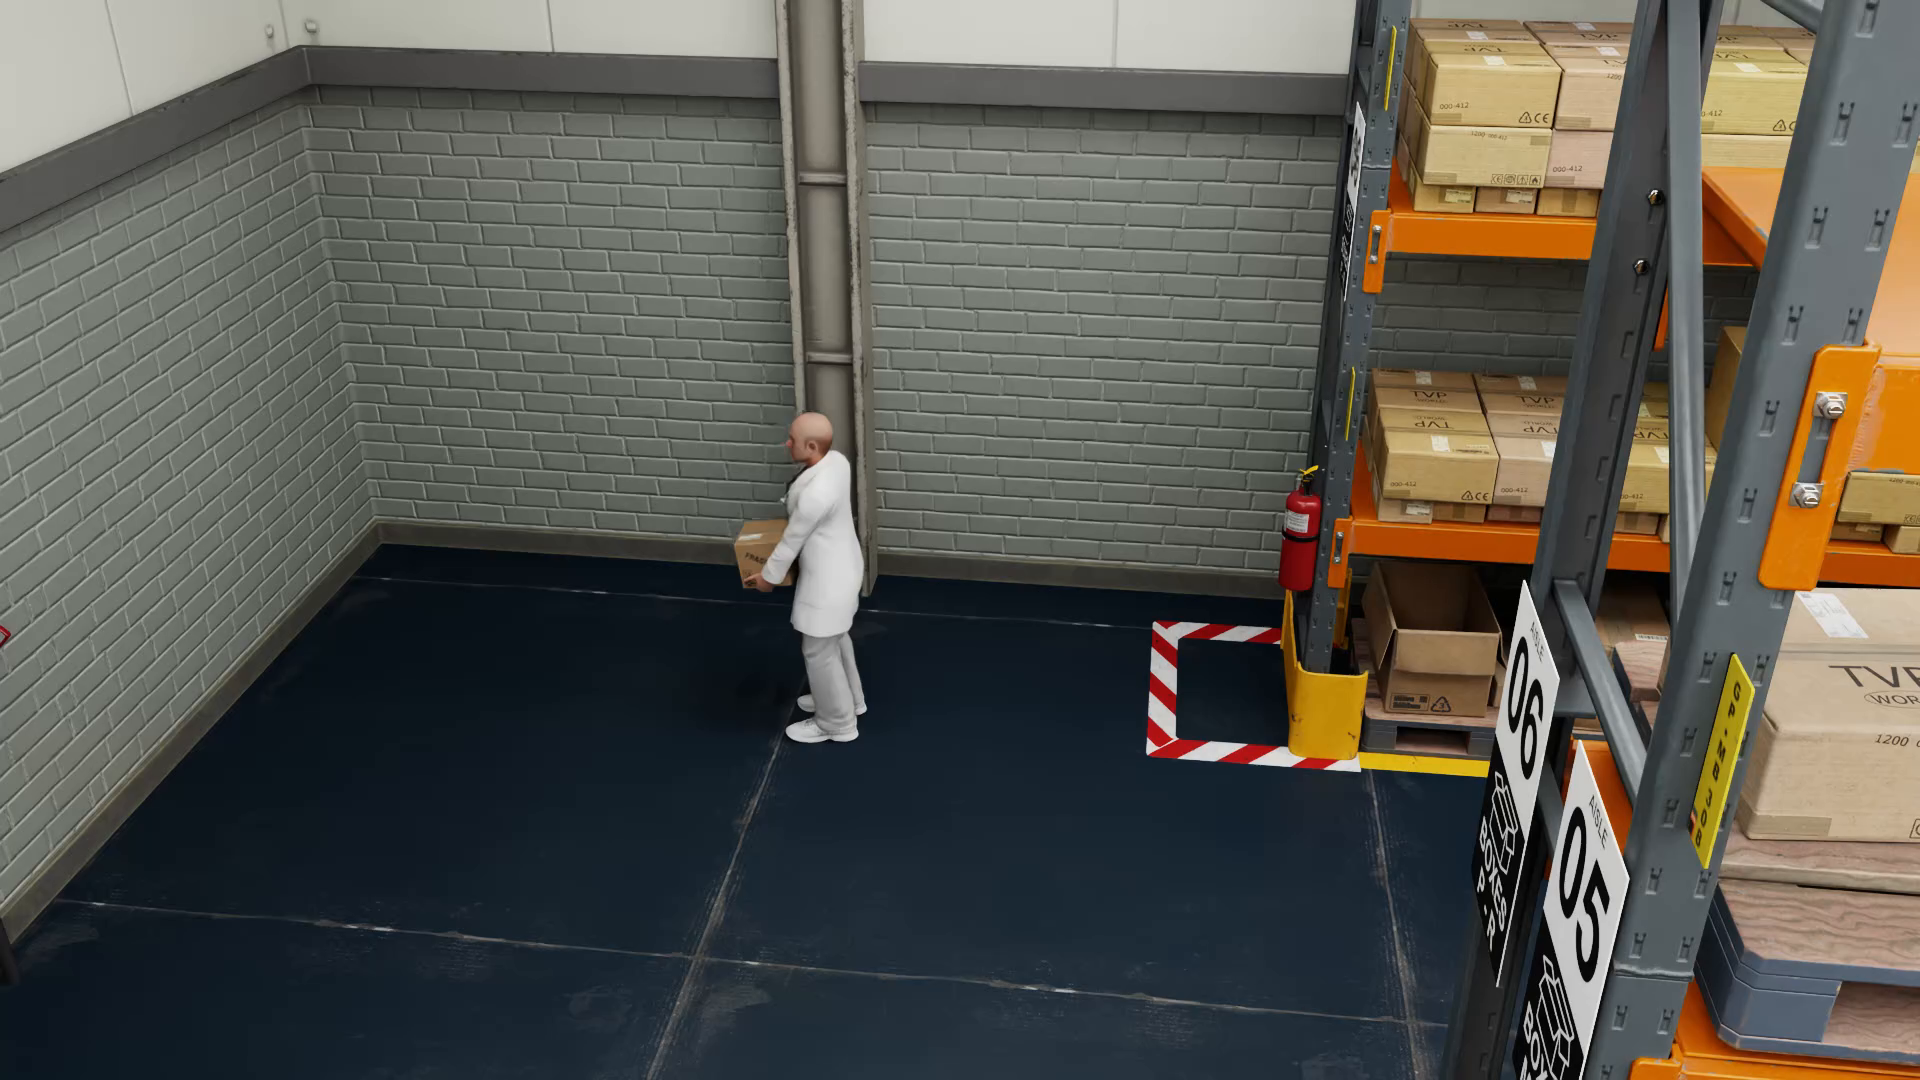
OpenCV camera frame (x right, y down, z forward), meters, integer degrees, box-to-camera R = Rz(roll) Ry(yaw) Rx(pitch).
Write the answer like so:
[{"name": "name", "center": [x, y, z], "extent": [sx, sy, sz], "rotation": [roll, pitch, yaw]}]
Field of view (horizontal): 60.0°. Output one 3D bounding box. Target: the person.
[{"name": "person", "center": [-0.679, 0.194, 8.275], "extent": [0.428, 1.773, 0.651], "rotation": [2, 28, 3]}]
